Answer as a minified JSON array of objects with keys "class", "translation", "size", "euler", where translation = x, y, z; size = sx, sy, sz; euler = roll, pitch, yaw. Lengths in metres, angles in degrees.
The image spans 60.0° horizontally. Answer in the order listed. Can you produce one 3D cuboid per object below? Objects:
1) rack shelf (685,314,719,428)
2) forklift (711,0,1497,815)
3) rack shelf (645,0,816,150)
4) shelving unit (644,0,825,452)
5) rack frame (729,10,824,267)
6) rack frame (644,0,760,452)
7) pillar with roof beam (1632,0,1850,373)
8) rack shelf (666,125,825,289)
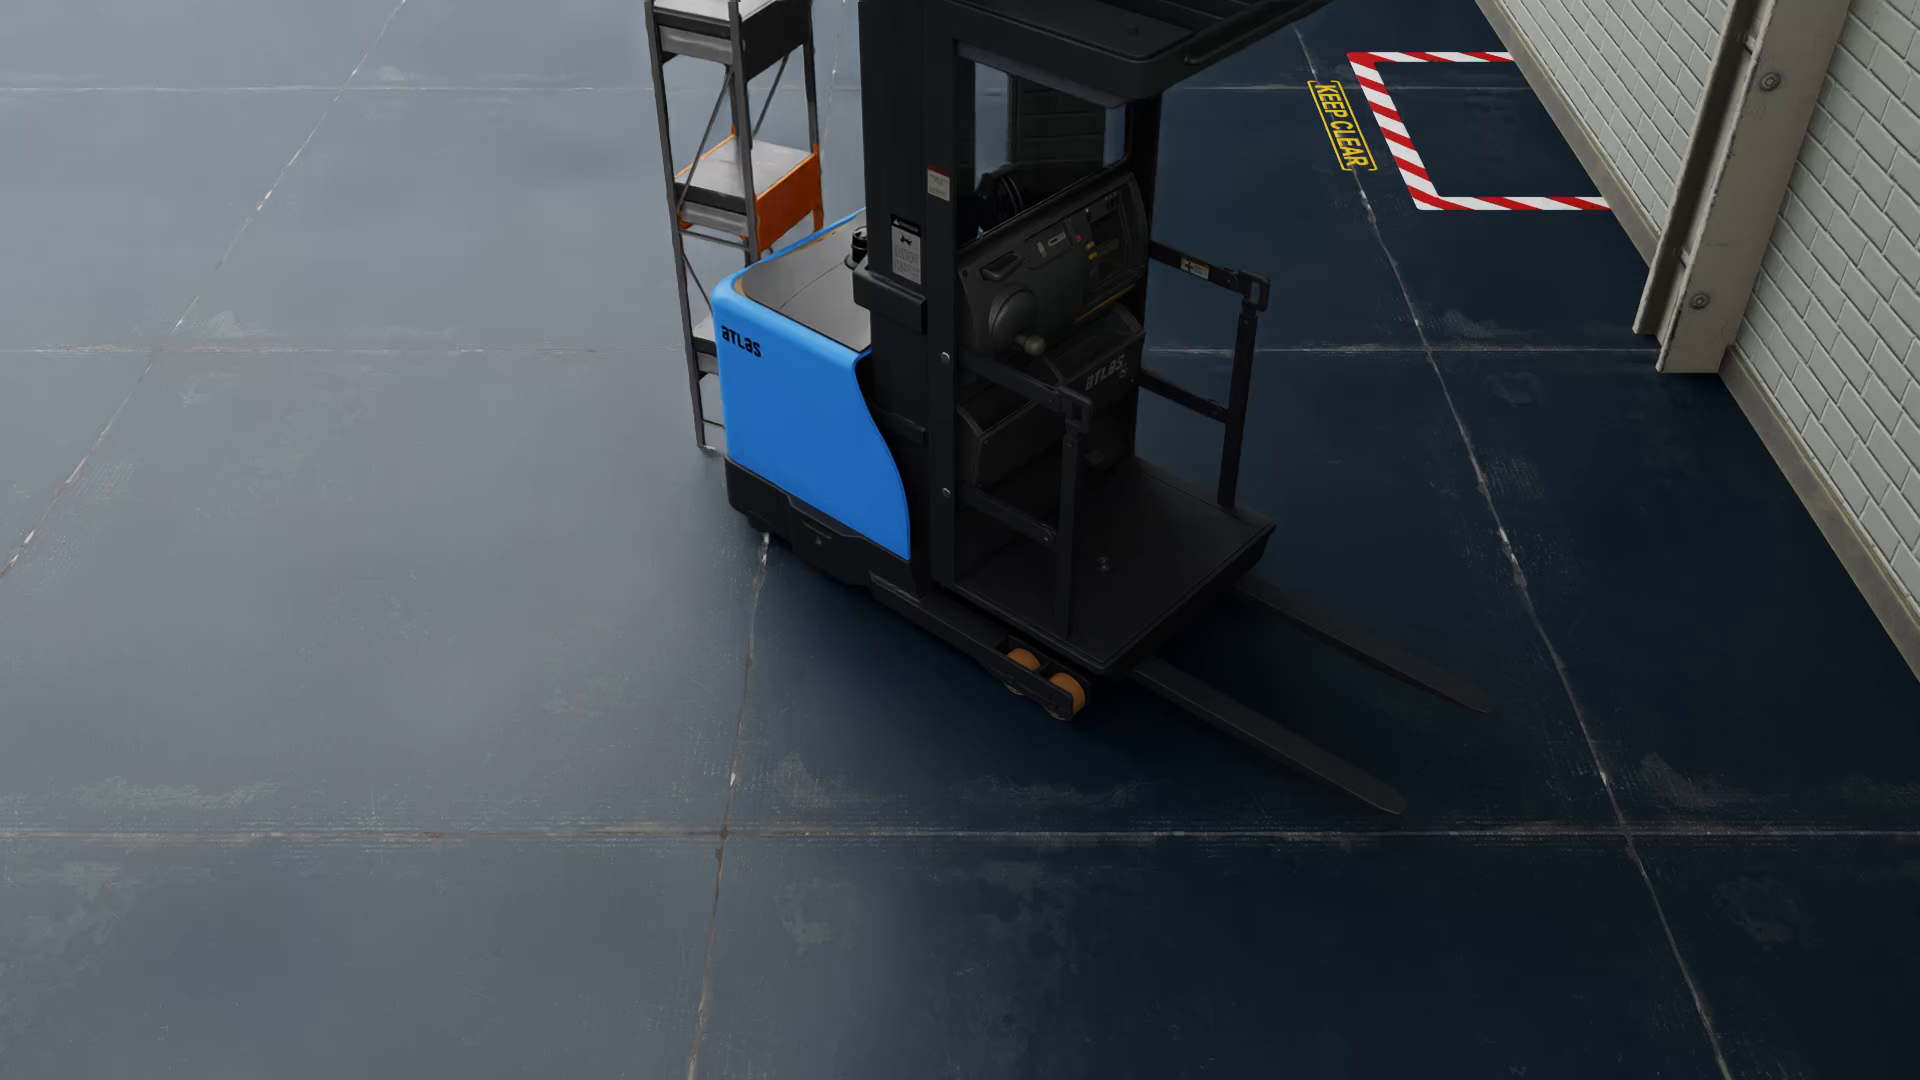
[{"class":"rack shelf","translation":[-0.855,-0.755,7.155],"size":[0.431,0.518,0.480],"euler":[17,42,20]},{"class":"forklift","translation":[0.485,-0.876,5.499],"size":[3.031,2.935,1.130],"euler":[29,47,31]},{"class":"rack shelf","translation":[-0.855,-1.848,6.279],"size":[0.431,0.518,0.480],"euler":[17,42,20]},{"class":"shelving unit","translation":[-0.855,-1.312,6.708],"size":[0.431,2.100,0.503],"euler":[17,42,20]},{"class":"rack frame","translation":[-0.746,-1.449,6.879],"size":[0.400,2.100,0.015],"euler":[17,42,20]},{"class":"rack frame","translation":[-0.964,-1.176,6.538],"size":[0.400,2.100,0.015],"euler":[17,42,20]},{"class":"pillar with roof beam","translation":[-0.906,-4.410,5.057],"size":[9.100,9.000,0.400],"euler":[0,39,0]},{"class":"rack shelf","translation":[-0.855,-1.302,6.717],"size":[0.431,0.518,0.480],"euler":[17,42,20]}]
